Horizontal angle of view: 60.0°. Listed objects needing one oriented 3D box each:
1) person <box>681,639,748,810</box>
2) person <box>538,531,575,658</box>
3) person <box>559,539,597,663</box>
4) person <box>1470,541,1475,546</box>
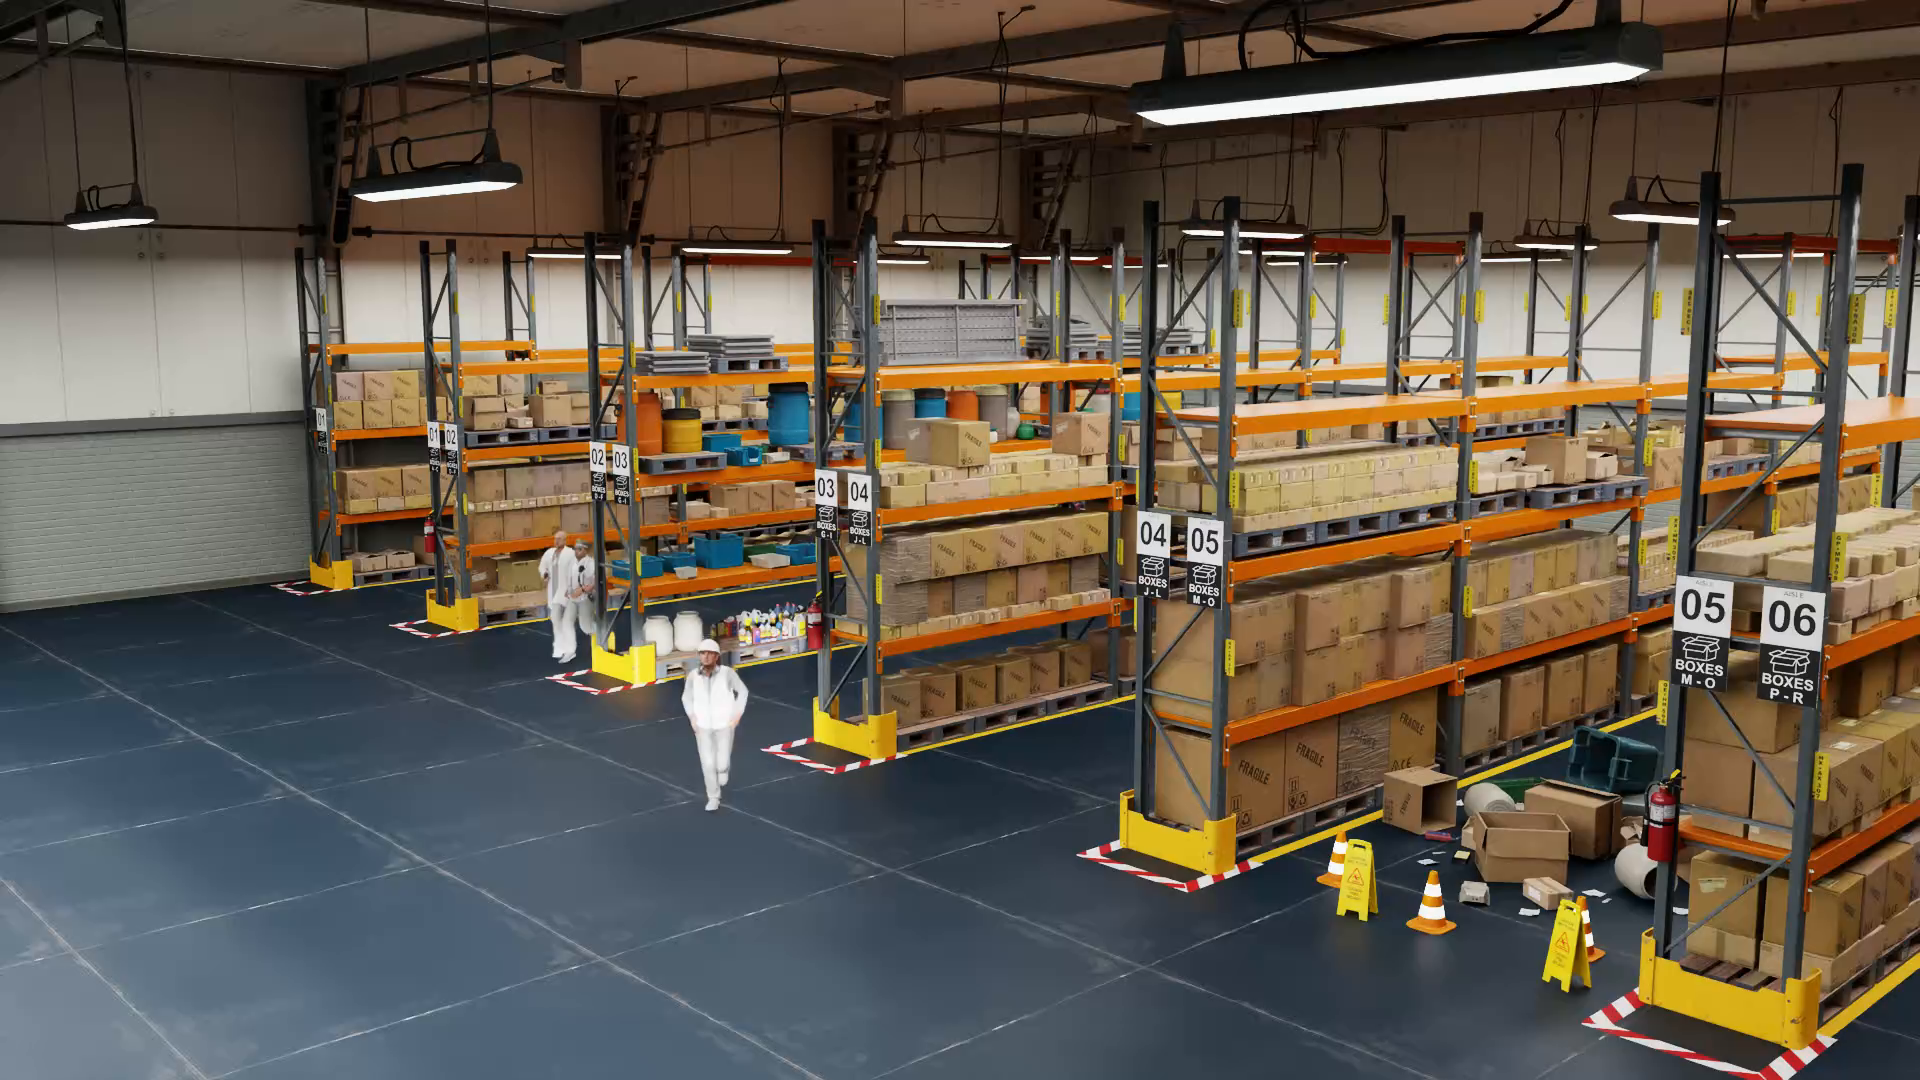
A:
[{"bbox_3d":[-2.486,1.851,16.882,0.668,1.743,0.661,0,8,1],"label":"person"},{"bbox_3d":[-5.751,0.782,24.074,0.734,1.845,0.760,4,9,25],"label":"person"},{"bbox_3d":[-5.352,0.848,23.766,0.693,1.794,0.899,6,10,35],"label":"person"},{"bbox_3d":[7.407,0.798,24.441,0.491,1.586,0.644,6,10,34],"label":"person"}]
